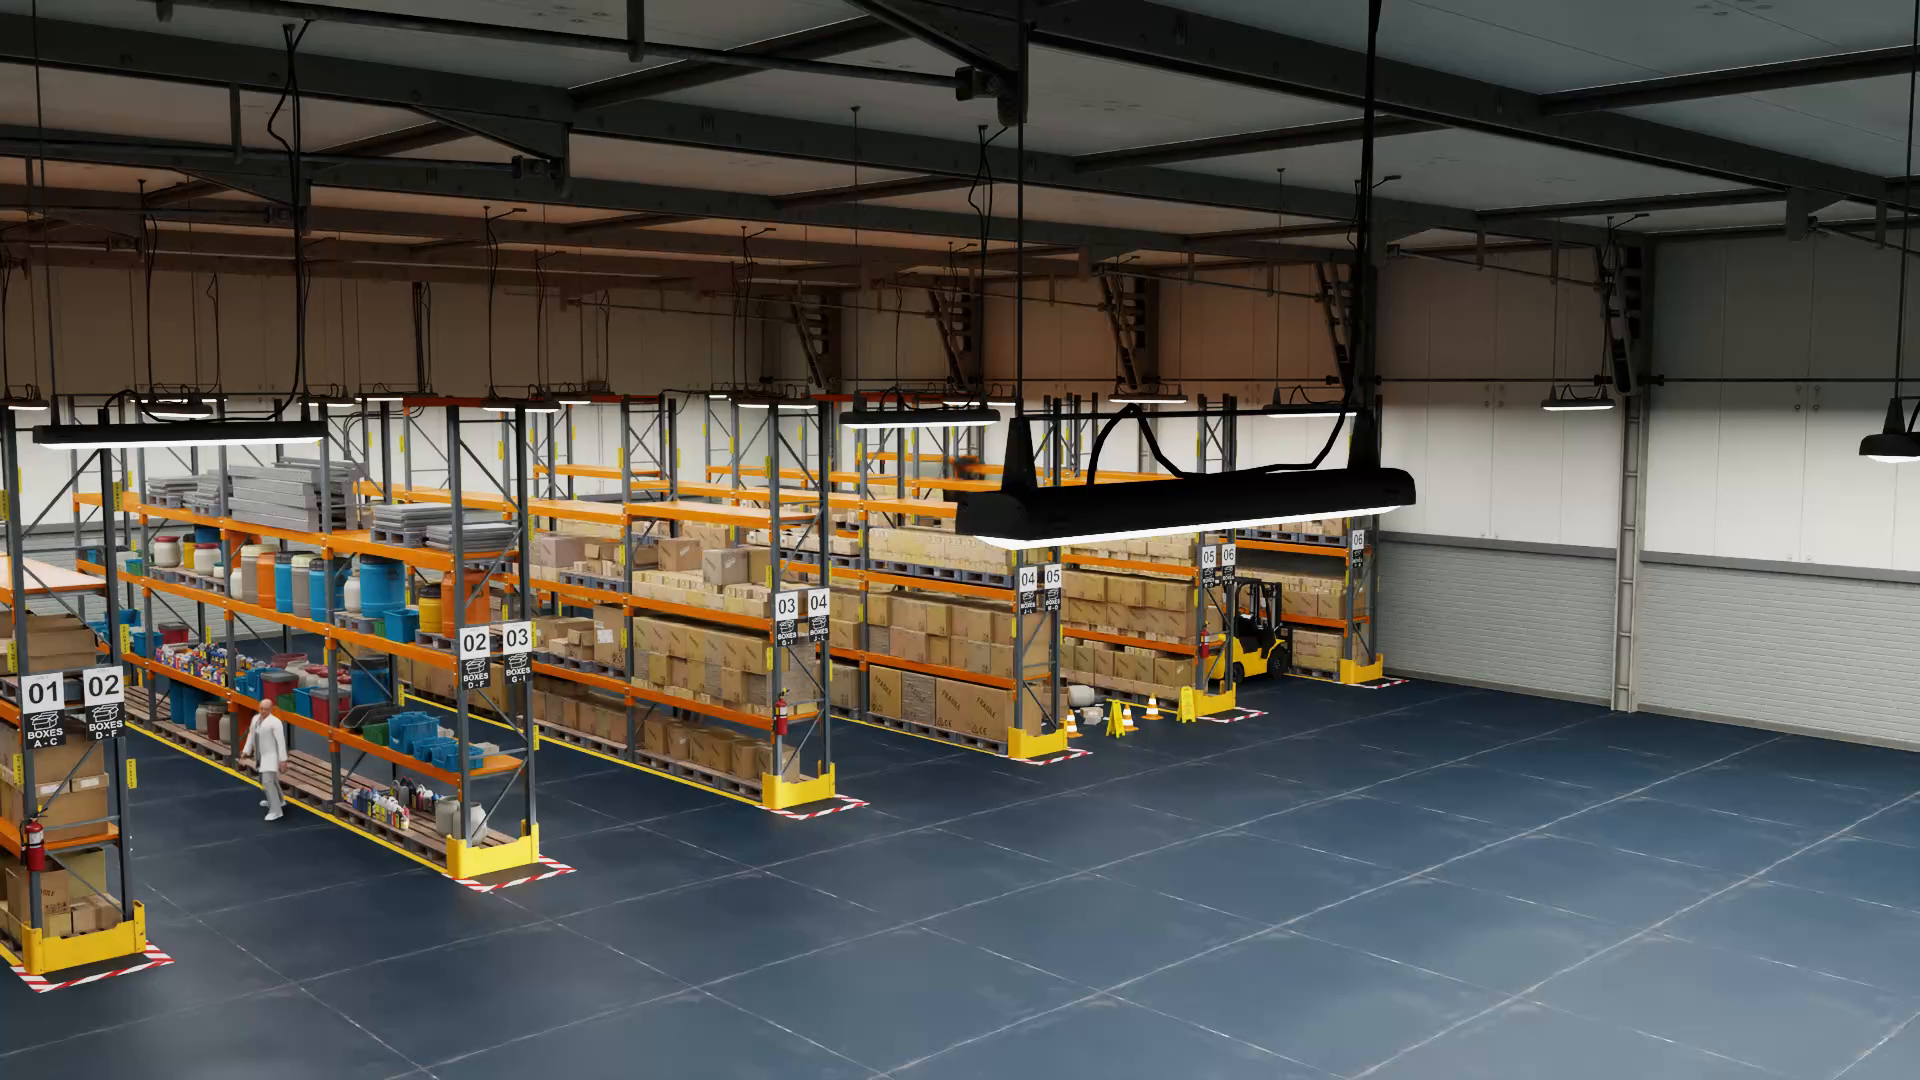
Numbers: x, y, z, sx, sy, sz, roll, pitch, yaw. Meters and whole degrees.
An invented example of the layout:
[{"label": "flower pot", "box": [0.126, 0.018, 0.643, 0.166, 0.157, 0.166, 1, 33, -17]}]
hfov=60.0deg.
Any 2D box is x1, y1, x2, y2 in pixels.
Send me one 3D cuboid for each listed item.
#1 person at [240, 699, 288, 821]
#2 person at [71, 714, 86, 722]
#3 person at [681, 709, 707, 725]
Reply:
[{"label": "person", "box": [-10.062, 3.134, 24.176, 0.904, 1.722, 0.737, 4, 7, 35]}, {"label": "person", "box": [-13.630, 3.002, 25.780, 0.694, 1.718, 0.598, 3, 6, 32]}, {"label": "person", "box": [-4.663, 2.652, 29.870, 0.830, 1.680, 0.646, -1, 6, -6]}]
